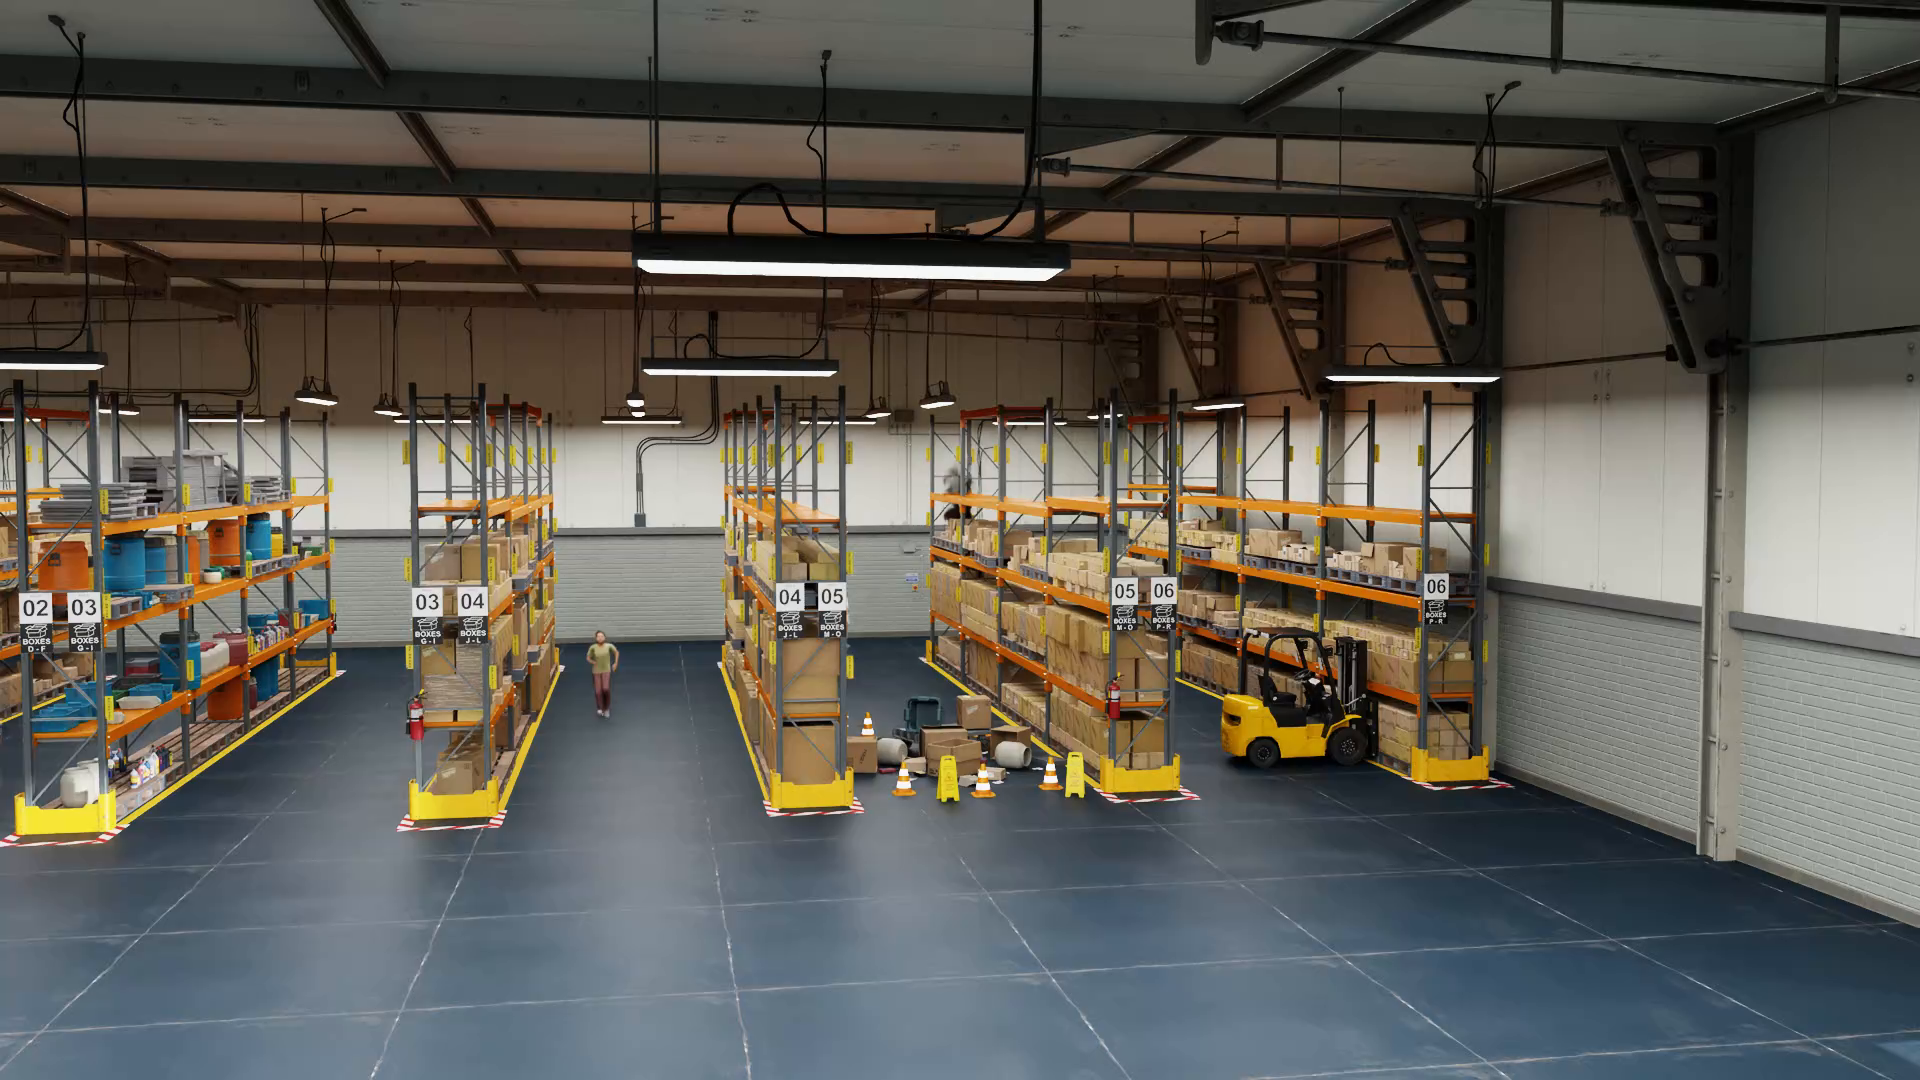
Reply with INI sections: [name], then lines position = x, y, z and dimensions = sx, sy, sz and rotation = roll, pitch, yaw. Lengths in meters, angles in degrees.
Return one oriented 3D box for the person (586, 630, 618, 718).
[person]
position = -6.841, 2.575, 31.783
dimensions = 0.588, 1.696, 0.675
rotation = 0, 3, -9
